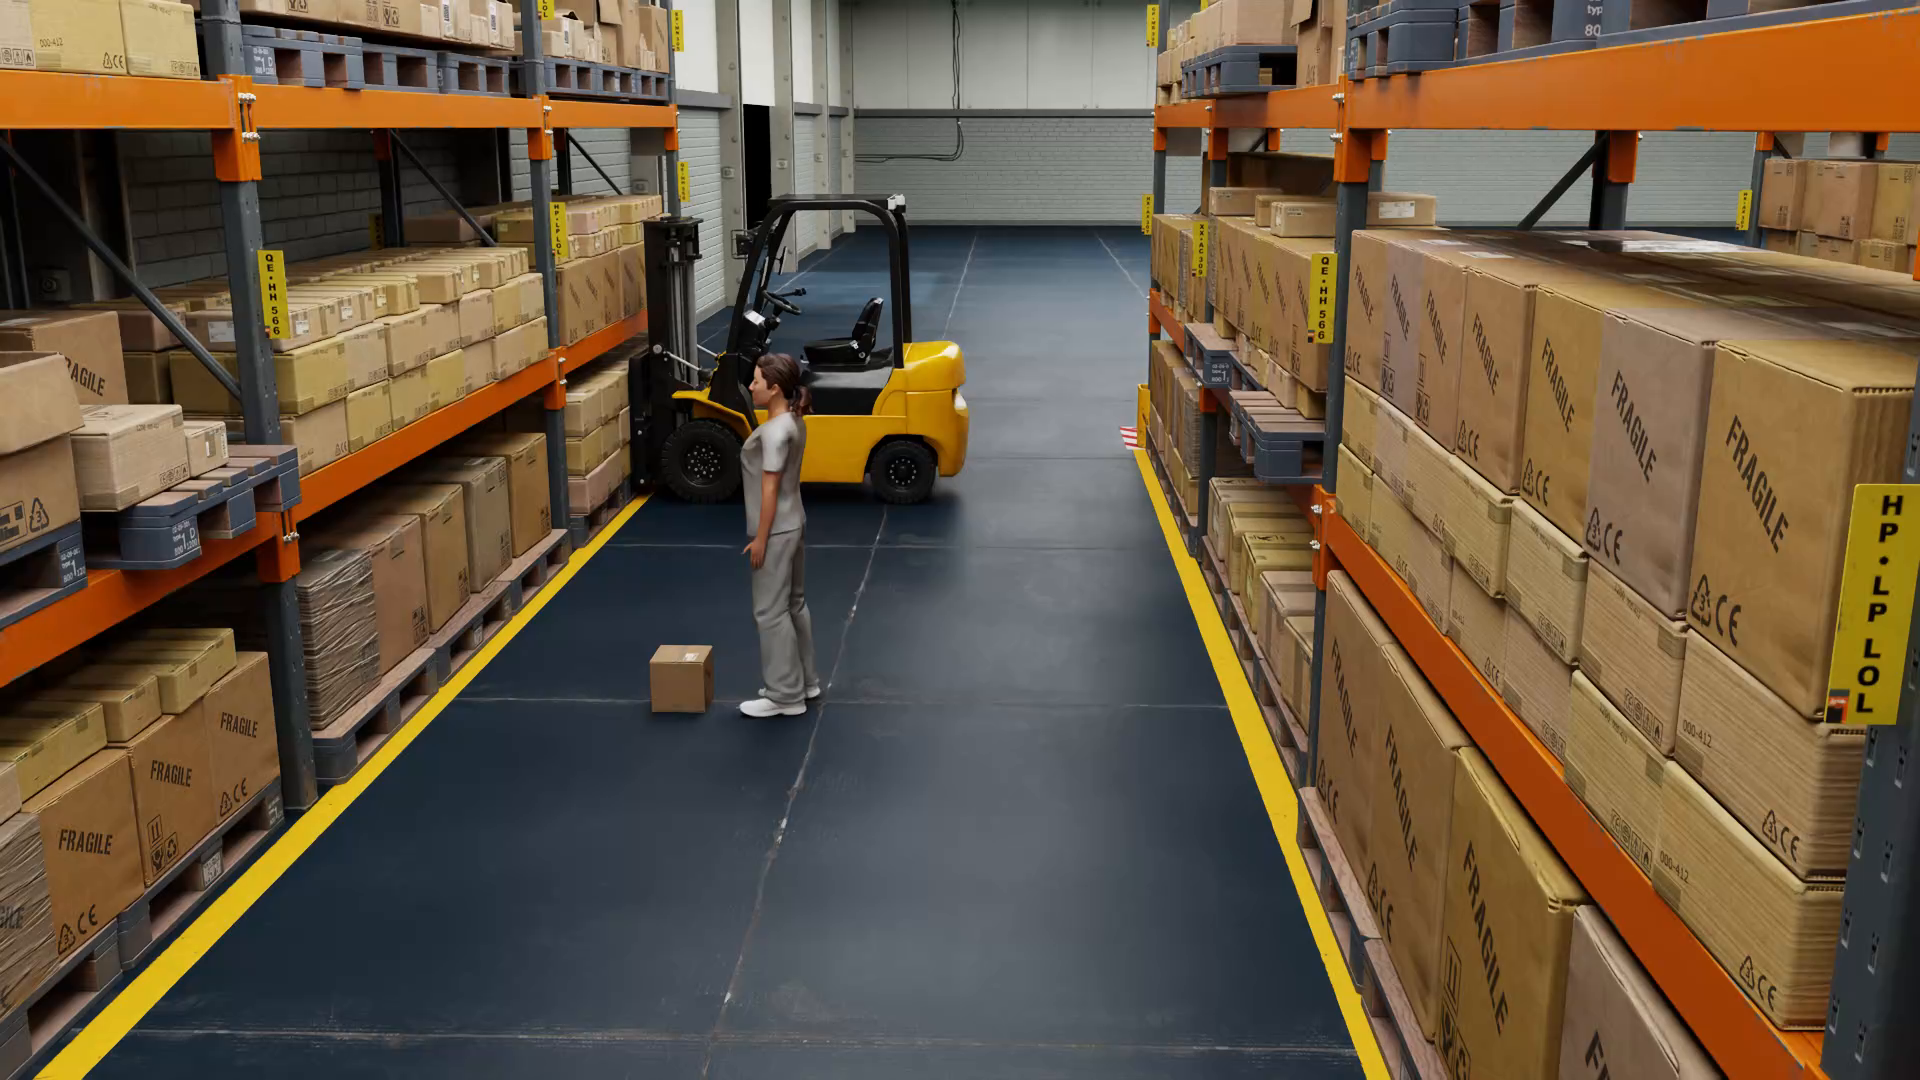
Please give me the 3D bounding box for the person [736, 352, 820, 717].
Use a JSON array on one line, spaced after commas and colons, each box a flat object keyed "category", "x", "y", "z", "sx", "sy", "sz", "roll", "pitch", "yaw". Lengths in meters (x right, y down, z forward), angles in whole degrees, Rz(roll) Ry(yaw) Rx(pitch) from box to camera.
[{"category": "person", "x": -0.834, "y": -0.014, "z": 7.617, "sx": 0.362, "sy": 1.690, "sz": 0.443, "roll": 1, "pitch": 14, "yaw": 3}]
